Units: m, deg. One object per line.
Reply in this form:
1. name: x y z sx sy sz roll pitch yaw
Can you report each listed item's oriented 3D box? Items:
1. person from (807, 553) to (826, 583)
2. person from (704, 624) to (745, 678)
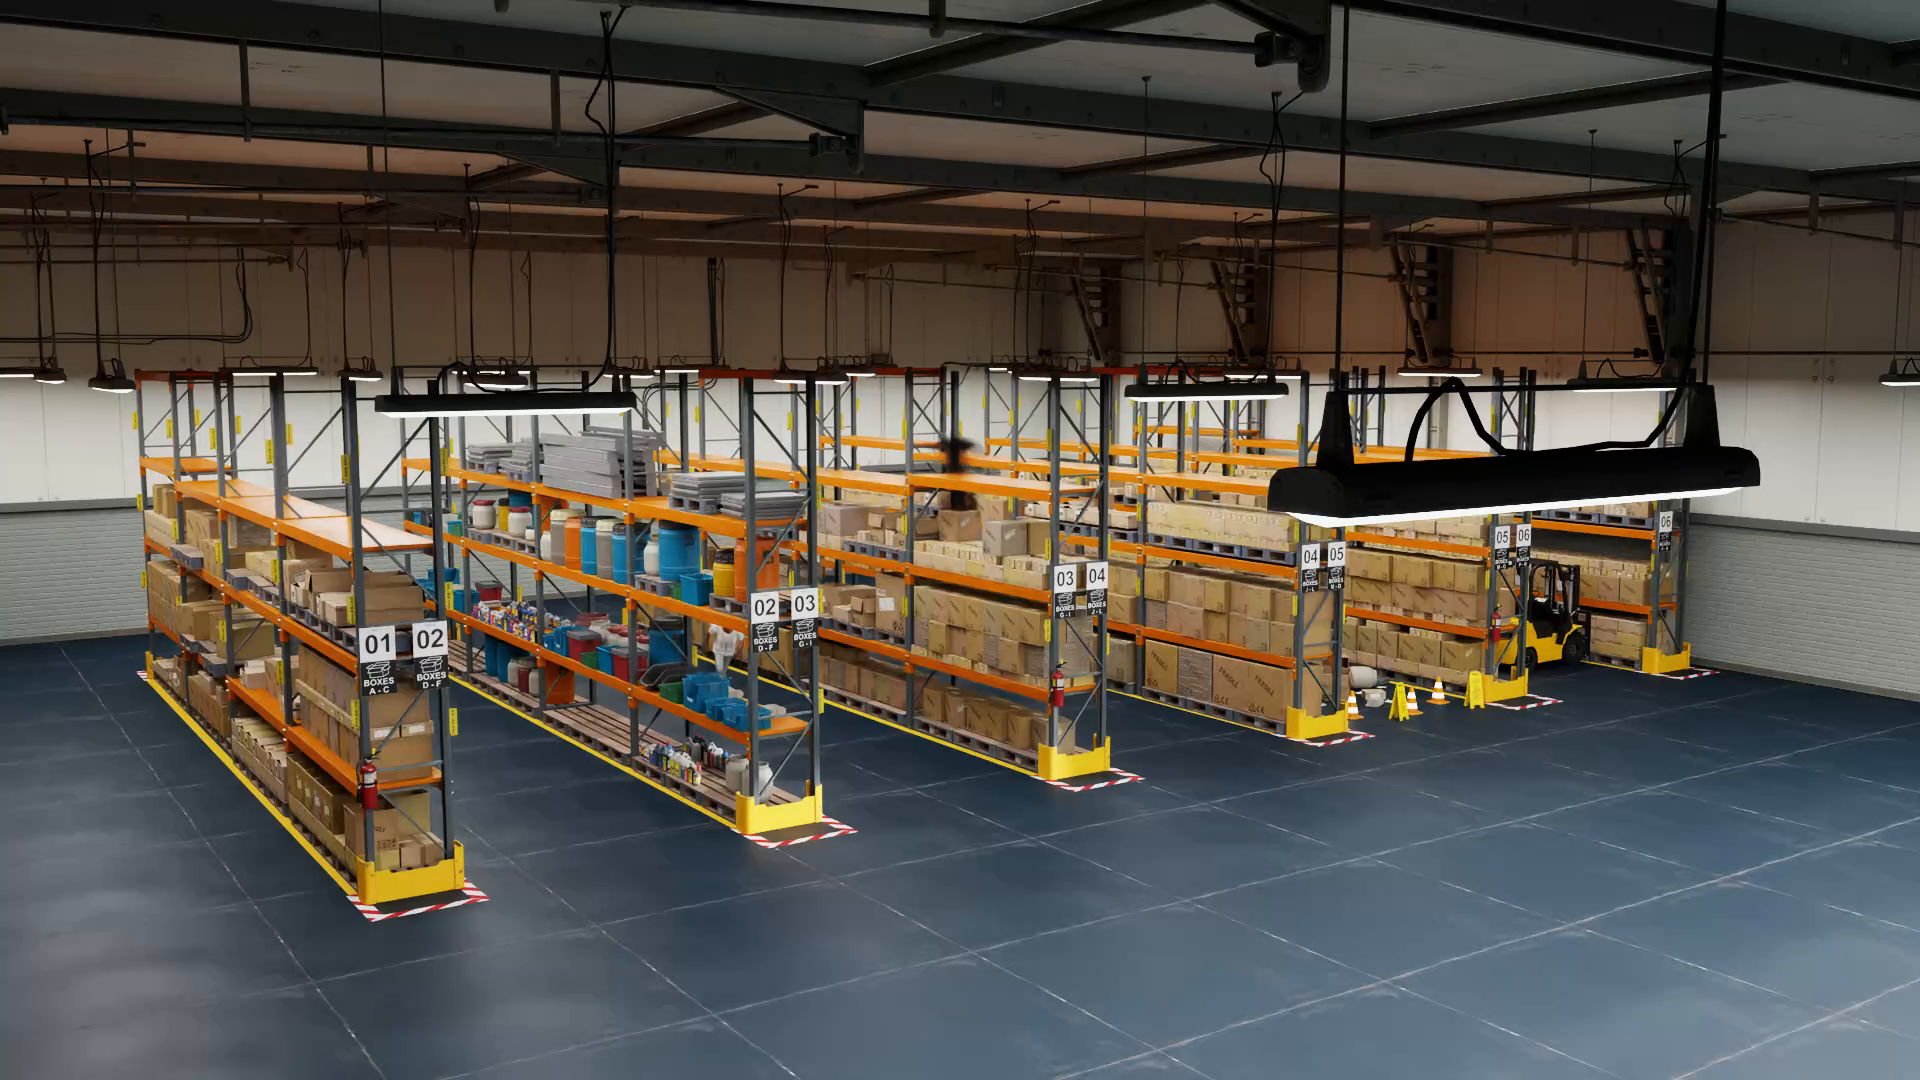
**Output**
1. person: -3.742 0.625 43.004 0.582 1.677 0.864 2 7 17
2. person: -4.336 2.072 30.542 0.720 1.586 1.114 -2 7 -20
